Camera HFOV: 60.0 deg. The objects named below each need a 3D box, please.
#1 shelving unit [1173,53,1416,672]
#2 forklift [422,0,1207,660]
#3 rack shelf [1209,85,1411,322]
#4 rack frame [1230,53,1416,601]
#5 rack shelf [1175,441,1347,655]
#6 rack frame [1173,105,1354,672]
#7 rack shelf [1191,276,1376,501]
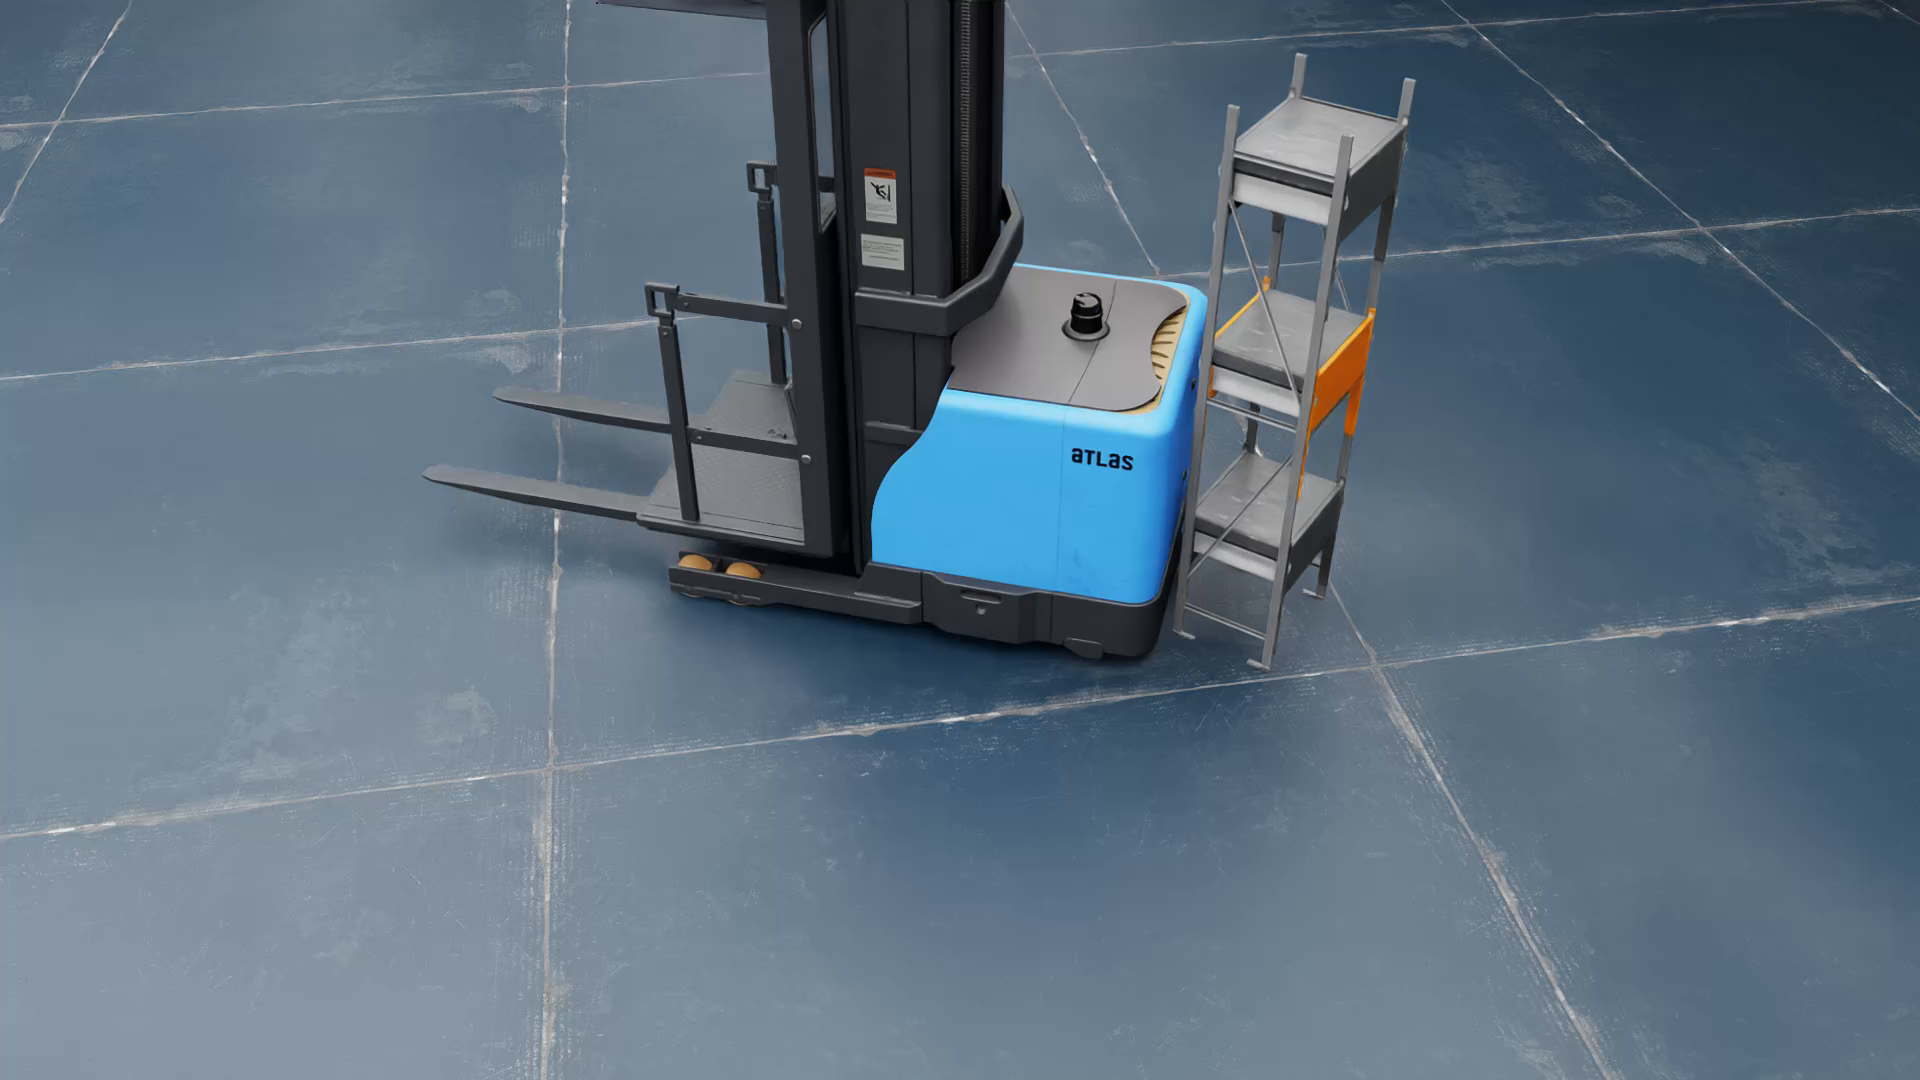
[{"bbox_3d":[1.111,-0.539,5.732,0.431,2.100,0.503,22,43,26],"label":"shelving unit"},{"bbox_3d":[-0.632,-1.207,5.914,3.031,2.935,1.130,9,39,12],"label":"forklift"},{"bbox_3d":[1.112,-1.081,5.311,0.431,0.518,0.480,22,43,26],"label":"rack shelf"},{"bbox_3d":[1.246,-0.664,5.893,0.400,2.100,0.015,22,43,26],"label":"rack frame"},{"bbox_3d":[1.111,0.024,6.170,0.431,0.518,0.480,22,43,26],"label":"rack shelf"},{"bbox_3d":[0.977,-0.414,5.572,0.400,2.100,0.015,22,43,26],"label":"rack frame"},{"bbox_3d":[1.111,-0.528,5.741,0.431,0.518,0.480,22,43,26],"label":"rack shelf"}]
